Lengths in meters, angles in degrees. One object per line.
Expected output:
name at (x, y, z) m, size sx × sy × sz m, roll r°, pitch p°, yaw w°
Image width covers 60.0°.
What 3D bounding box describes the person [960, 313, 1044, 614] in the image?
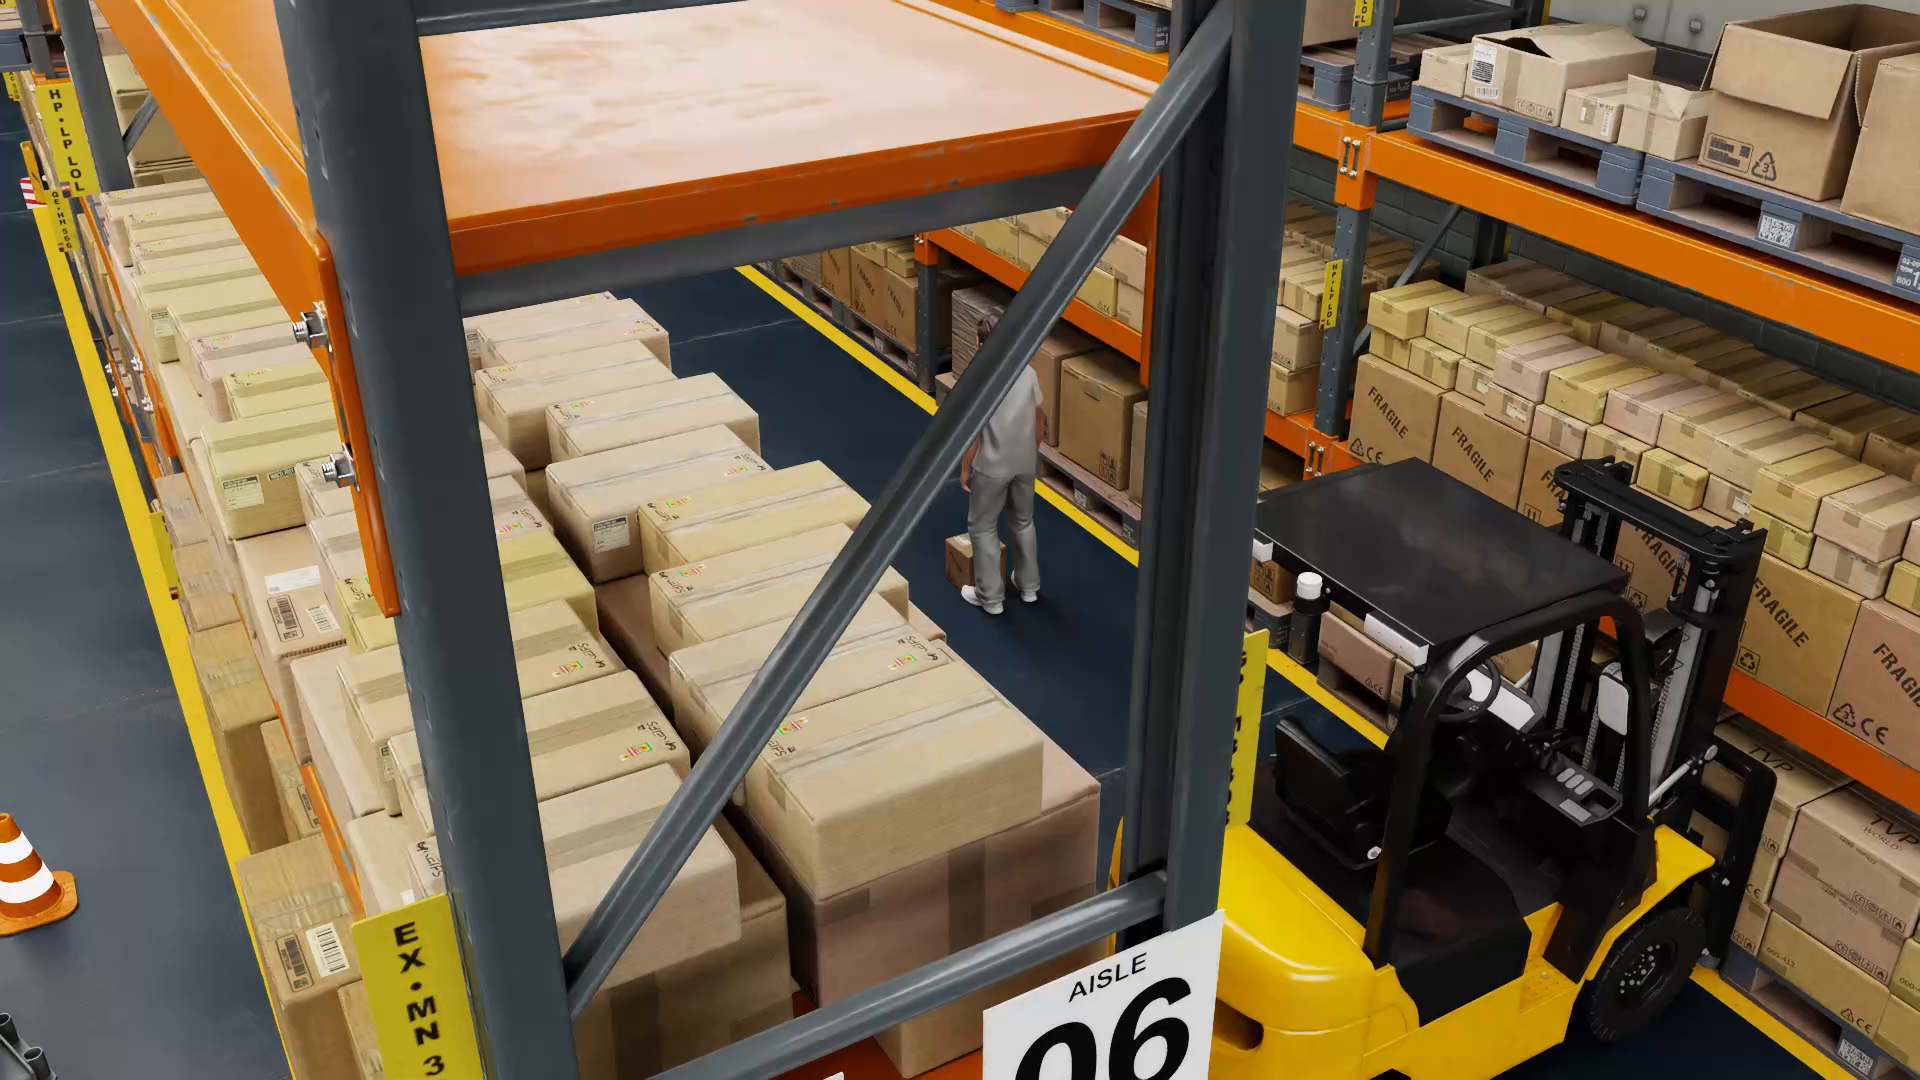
person at (0.222, -0.397, 8.840) m, size 0.493 × 1.673 × 0.353 m, roll -16°, pitch 33°, yaw -27°
